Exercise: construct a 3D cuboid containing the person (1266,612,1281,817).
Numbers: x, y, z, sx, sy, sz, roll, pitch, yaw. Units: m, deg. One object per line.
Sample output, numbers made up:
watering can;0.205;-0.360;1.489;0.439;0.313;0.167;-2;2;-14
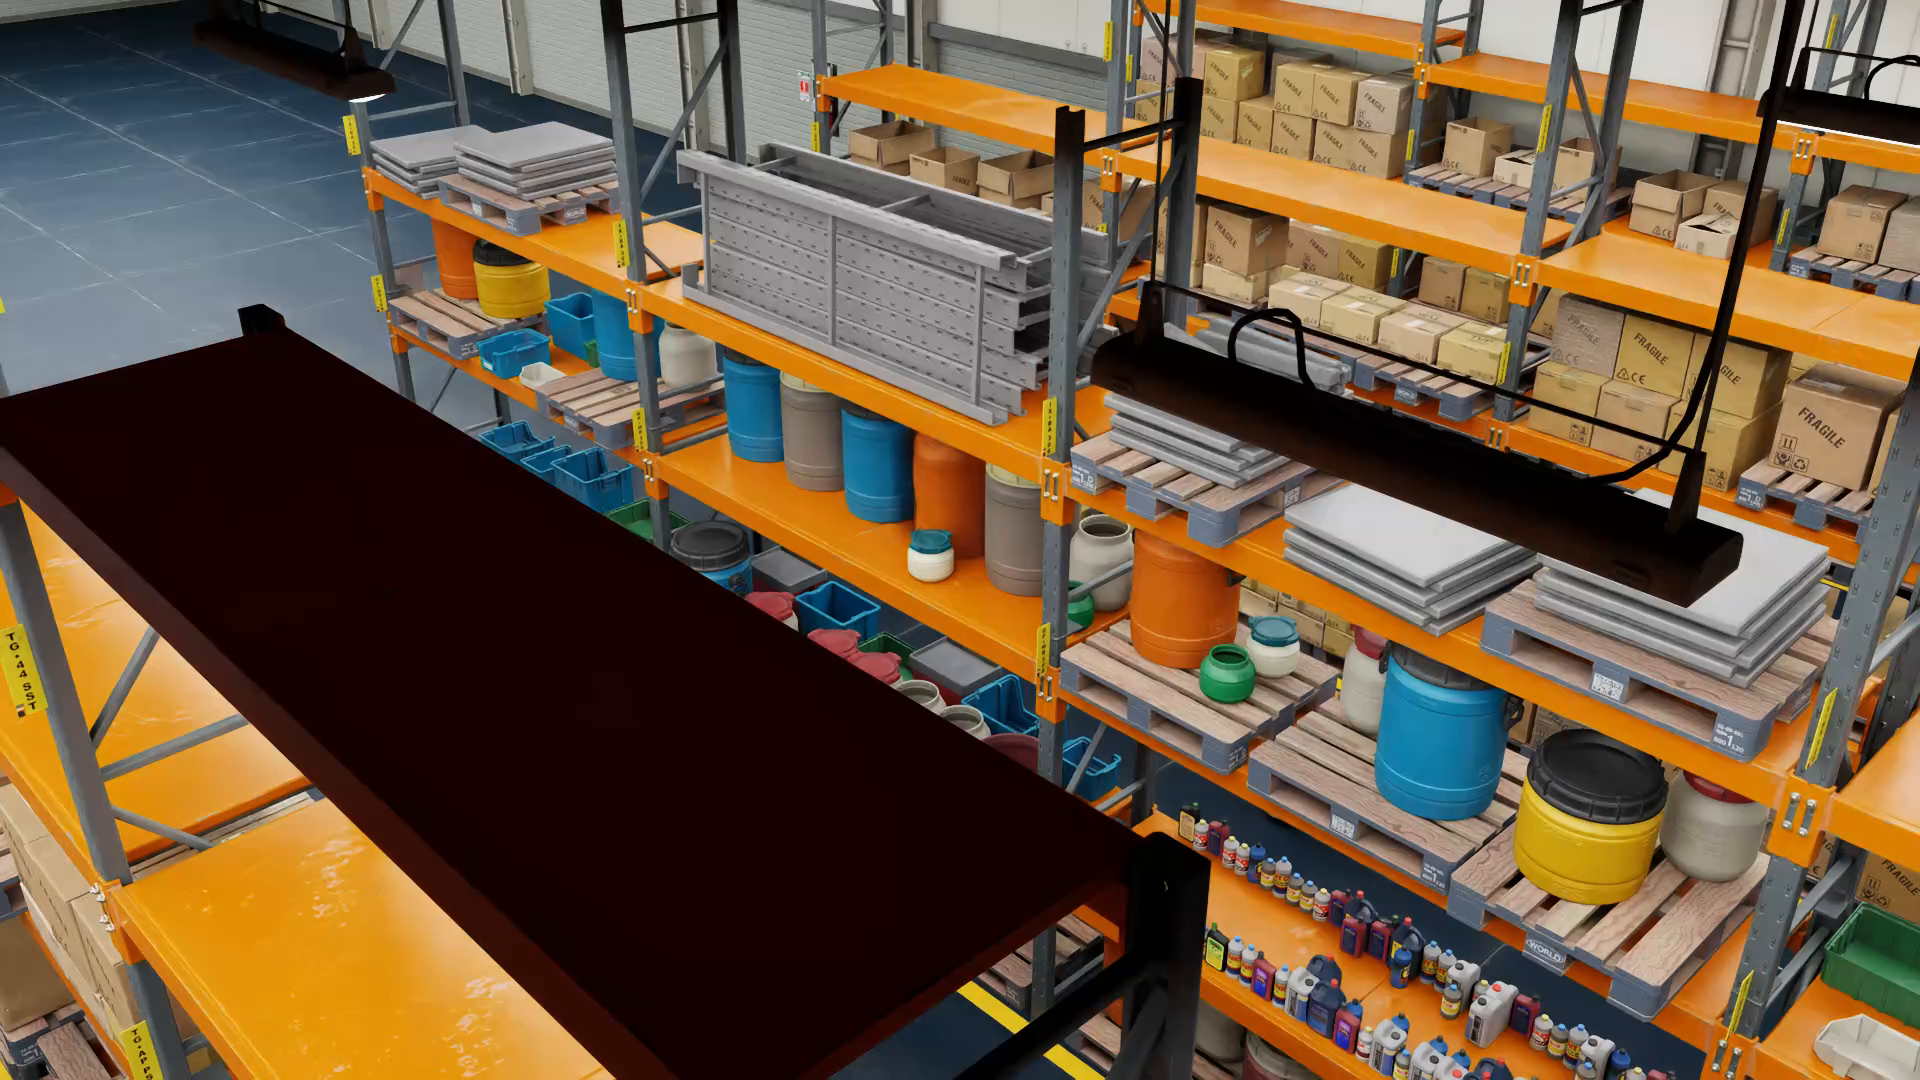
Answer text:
person;2.256;1.266;12.728;0.564;1.623;1.031;-22;35;-35
